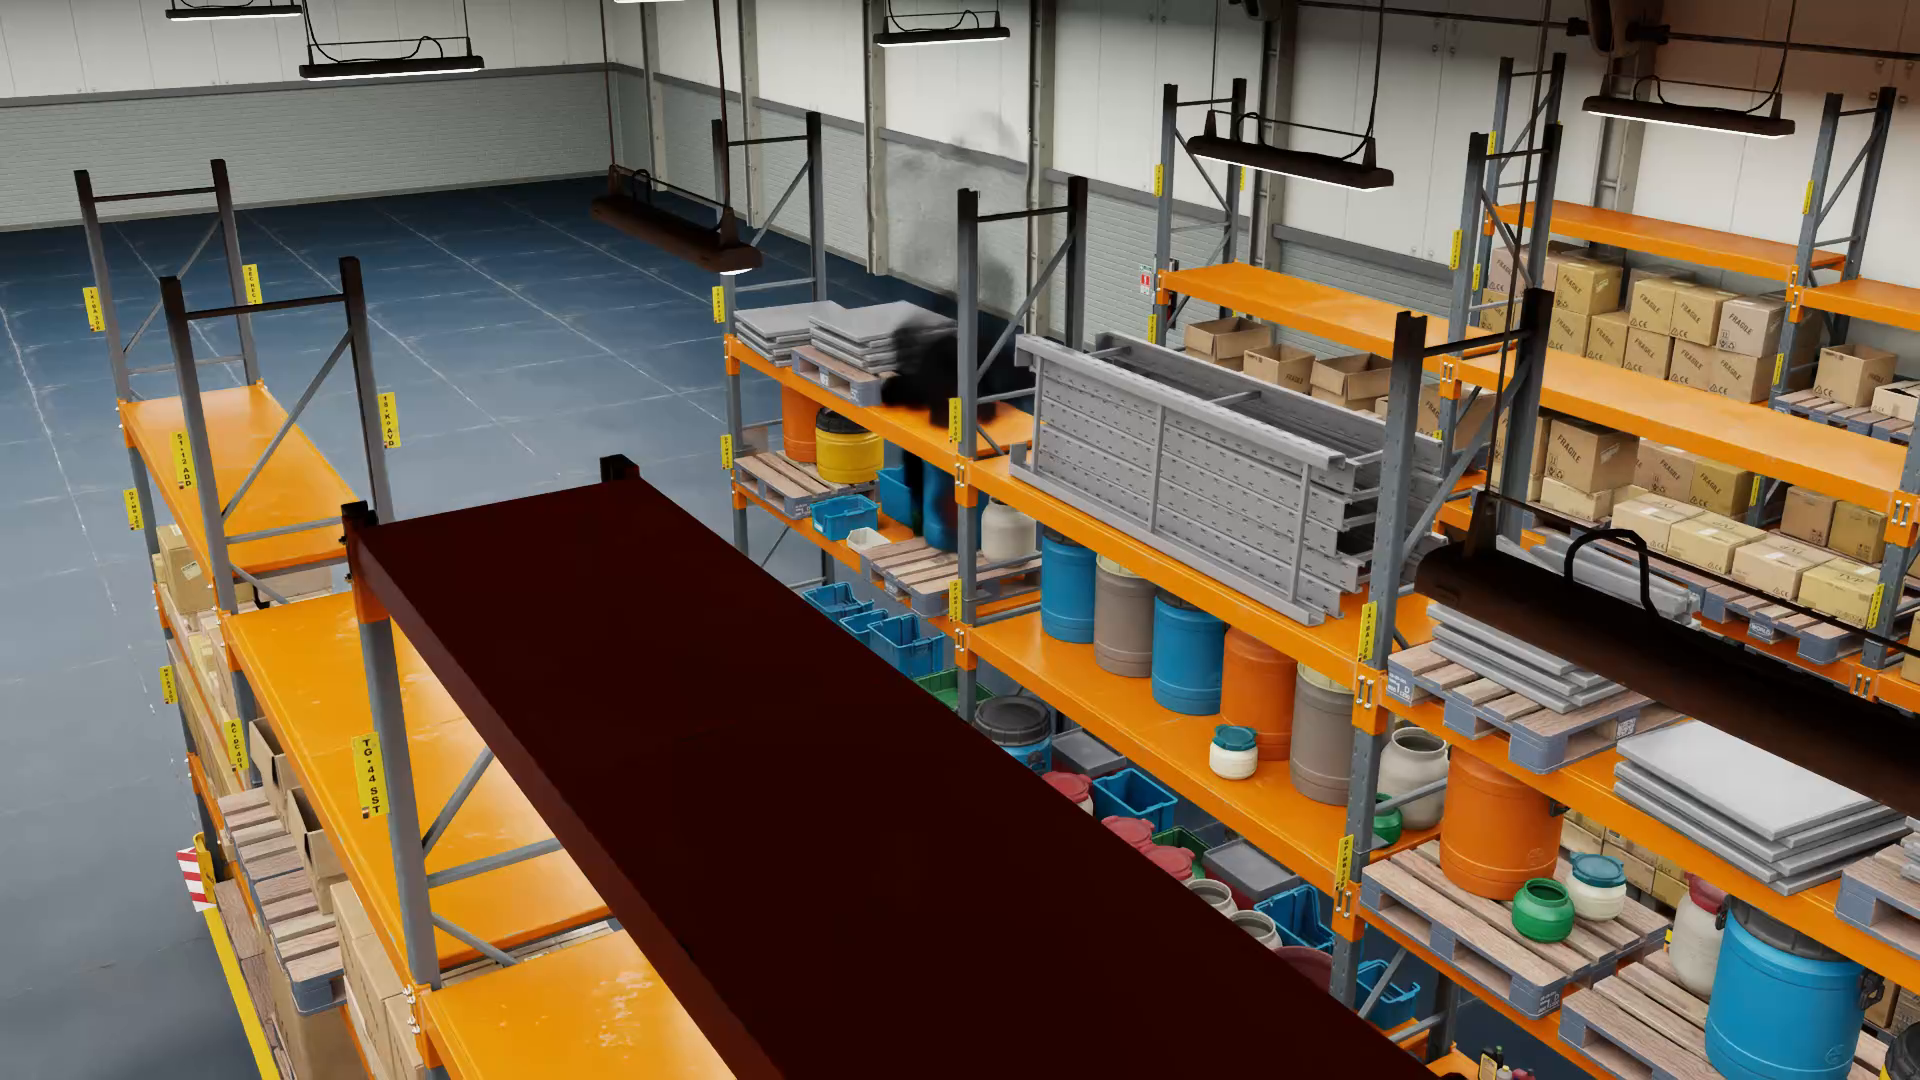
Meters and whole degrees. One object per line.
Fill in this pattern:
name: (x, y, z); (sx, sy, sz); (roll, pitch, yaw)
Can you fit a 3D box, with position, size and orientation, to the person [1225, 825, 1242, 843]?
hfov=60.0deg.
person: (2.346, 2.045, 13.416); (0.546, 1.591, 0.739); (-15, 27, -34)
